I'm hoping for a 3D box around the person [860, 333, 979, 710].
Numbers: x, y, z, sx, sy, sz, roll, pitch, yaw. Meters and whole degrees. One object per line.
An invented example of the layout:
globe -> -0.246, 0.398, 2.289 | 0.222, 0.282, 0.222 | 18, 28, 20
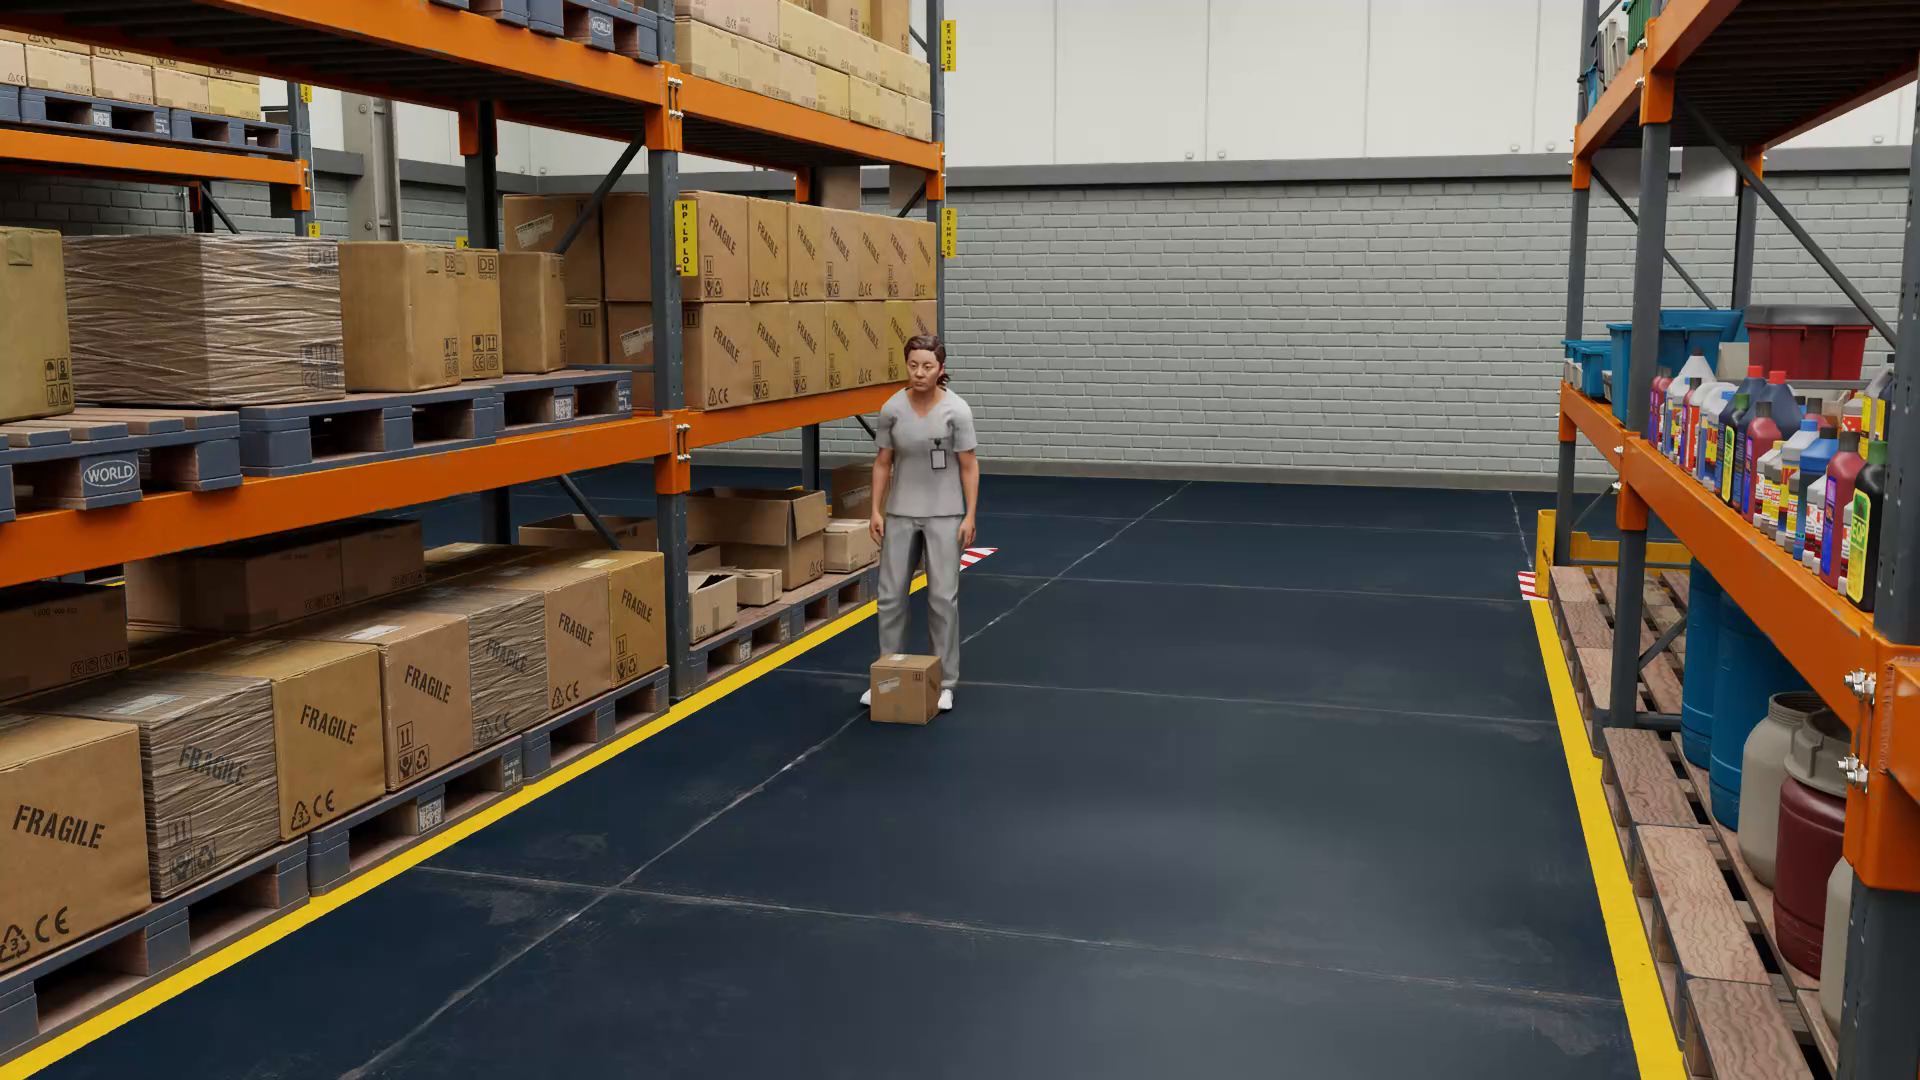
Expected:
person -> -0.173, -0.086, 7.428 | 0.512, 1.671, 0.367 | 2, 9, 13
